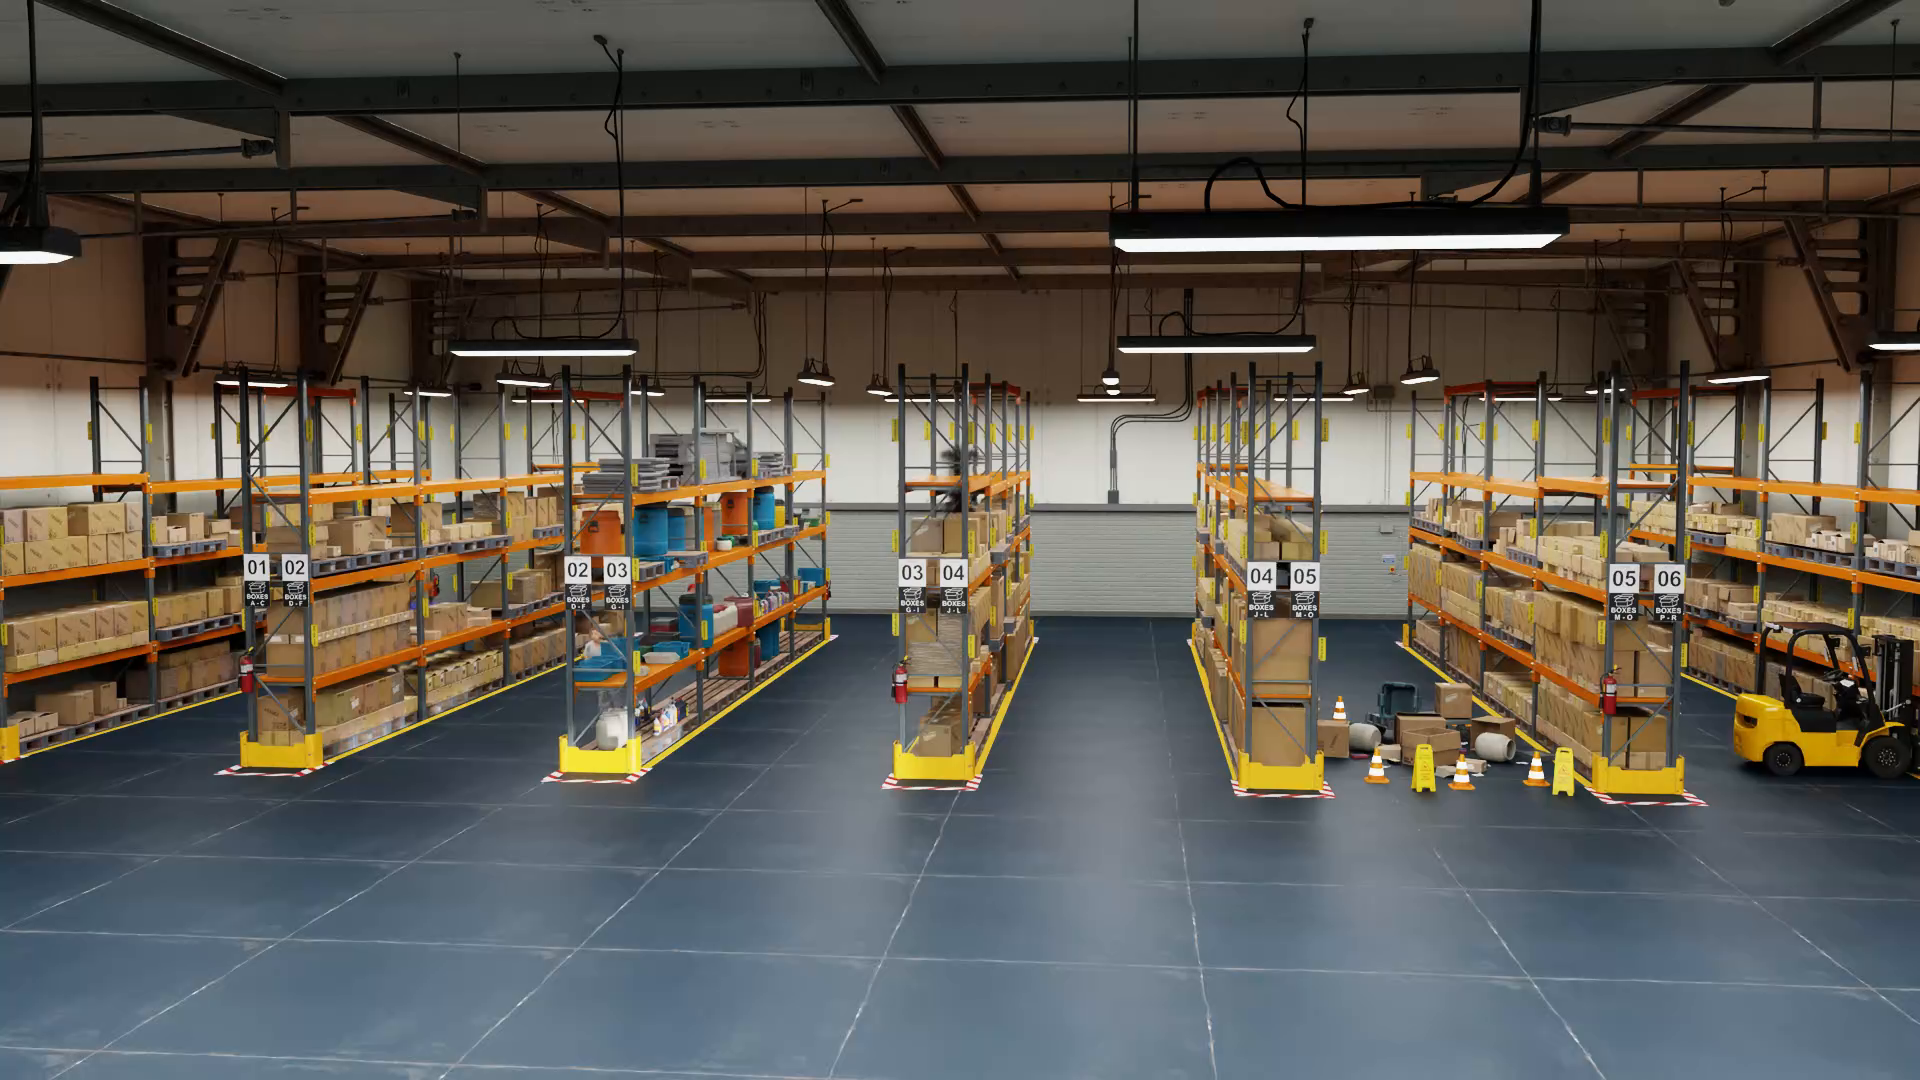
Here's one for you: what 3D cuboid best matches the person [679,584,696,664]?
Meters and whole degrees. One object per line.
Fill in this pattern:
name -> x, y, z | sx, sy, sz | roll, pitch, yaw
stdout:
person -> -5.790, 1.819, 35.768 | 0.658, 1.740, 0.601 | 0, 4, 5

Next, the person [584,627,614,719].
person -> -6.272, 2.305, 29.104 | 0.495, 1.617, 0.945 | 1, 4, 14

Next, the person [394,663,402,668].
person -> -11.141, 2.168, 32.439 | 0.647, 1.522, 0.899 | -1, 4, -14

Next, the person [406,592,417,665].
person -> -11.590, 1.921, 35.007 | 0.527, 1.705, 0.861 | 1, 4, 8
